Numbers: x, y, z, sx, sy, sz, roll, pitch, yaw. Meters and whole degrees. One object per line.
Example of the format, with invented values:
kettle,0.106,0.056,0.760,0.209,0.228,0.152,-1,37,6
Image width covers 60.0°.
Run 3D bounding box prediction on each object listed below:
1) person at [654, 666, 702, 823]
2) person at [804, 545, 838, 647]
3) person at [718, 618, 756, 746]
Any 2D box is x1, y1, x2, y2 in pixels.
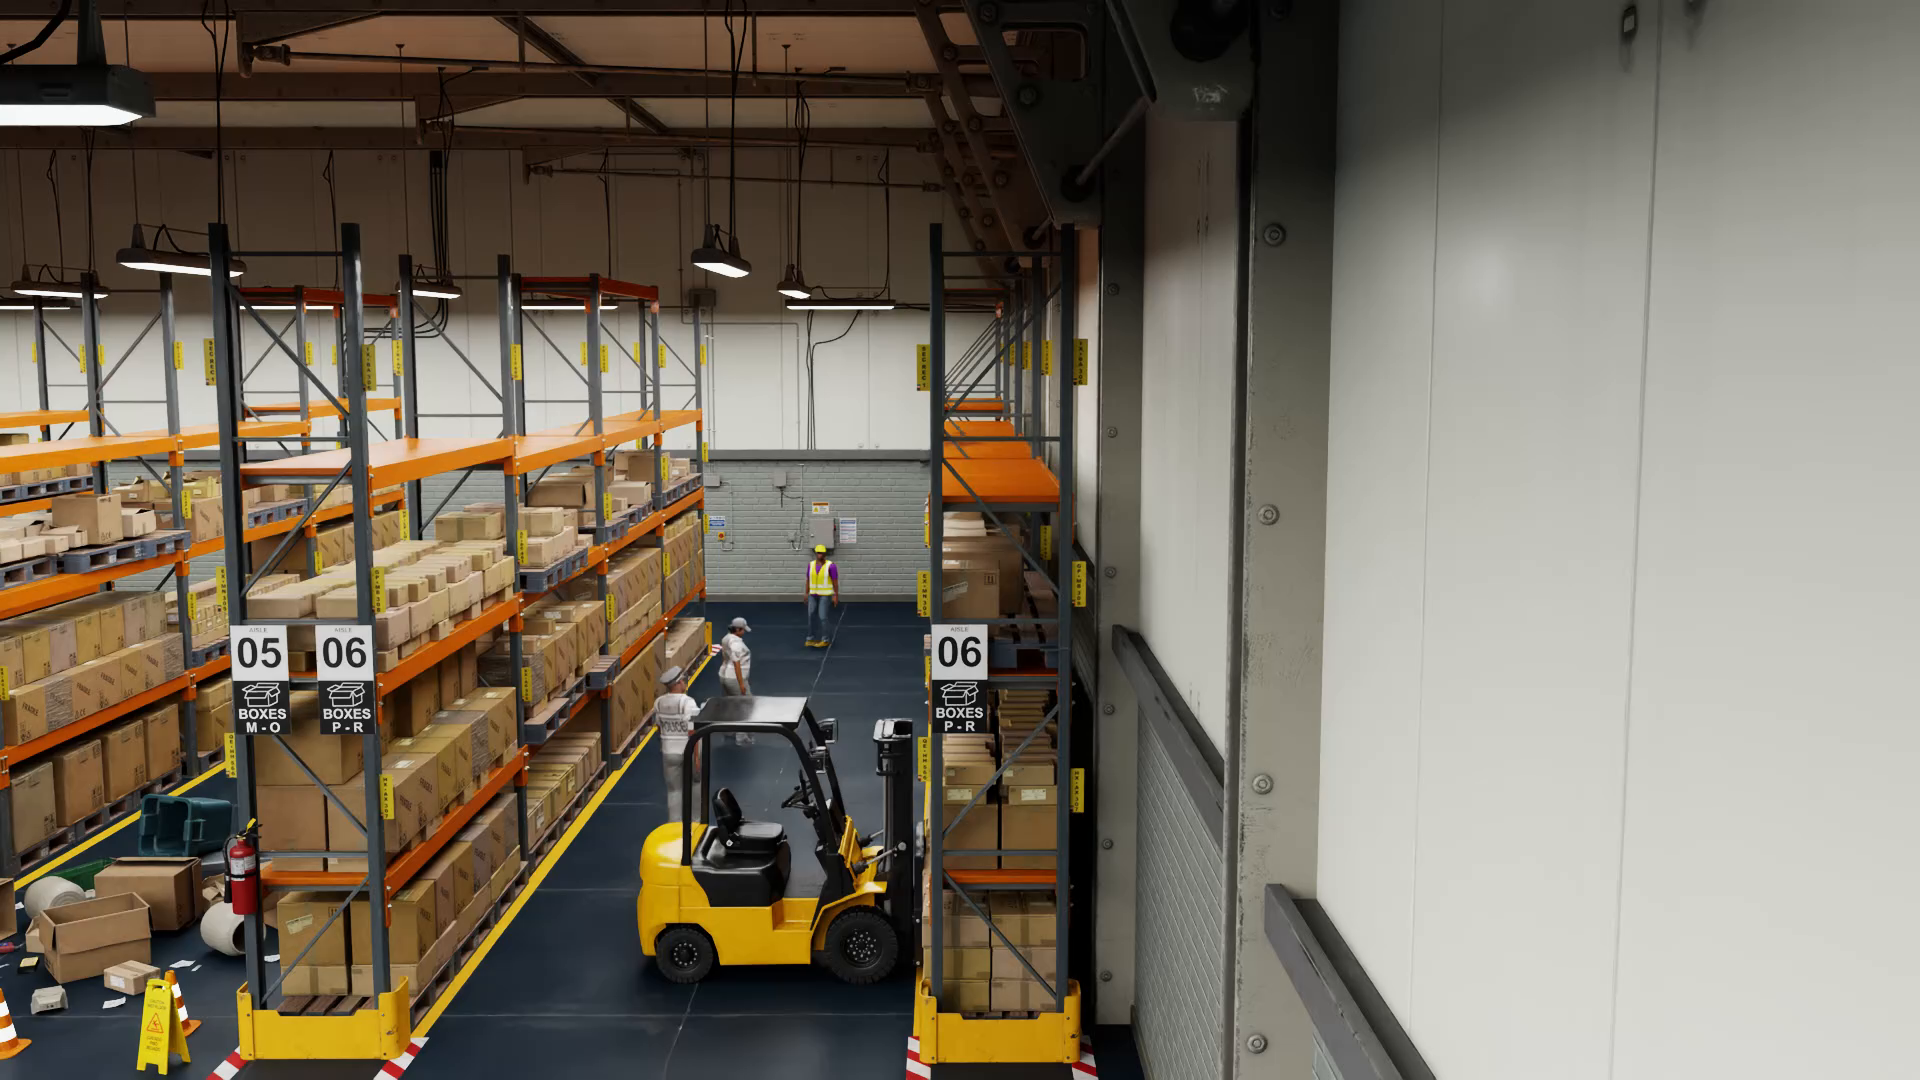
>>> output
person,-2.853,2.170,16.936,0.514,1.799,0.782,0,7,-3
person,-2.394,0.988,28.677,0.646,1.826,0.433,5,8,35
person,-2.885,1.821,21.415,0.414,1.652,0.547,-3,7,-25
